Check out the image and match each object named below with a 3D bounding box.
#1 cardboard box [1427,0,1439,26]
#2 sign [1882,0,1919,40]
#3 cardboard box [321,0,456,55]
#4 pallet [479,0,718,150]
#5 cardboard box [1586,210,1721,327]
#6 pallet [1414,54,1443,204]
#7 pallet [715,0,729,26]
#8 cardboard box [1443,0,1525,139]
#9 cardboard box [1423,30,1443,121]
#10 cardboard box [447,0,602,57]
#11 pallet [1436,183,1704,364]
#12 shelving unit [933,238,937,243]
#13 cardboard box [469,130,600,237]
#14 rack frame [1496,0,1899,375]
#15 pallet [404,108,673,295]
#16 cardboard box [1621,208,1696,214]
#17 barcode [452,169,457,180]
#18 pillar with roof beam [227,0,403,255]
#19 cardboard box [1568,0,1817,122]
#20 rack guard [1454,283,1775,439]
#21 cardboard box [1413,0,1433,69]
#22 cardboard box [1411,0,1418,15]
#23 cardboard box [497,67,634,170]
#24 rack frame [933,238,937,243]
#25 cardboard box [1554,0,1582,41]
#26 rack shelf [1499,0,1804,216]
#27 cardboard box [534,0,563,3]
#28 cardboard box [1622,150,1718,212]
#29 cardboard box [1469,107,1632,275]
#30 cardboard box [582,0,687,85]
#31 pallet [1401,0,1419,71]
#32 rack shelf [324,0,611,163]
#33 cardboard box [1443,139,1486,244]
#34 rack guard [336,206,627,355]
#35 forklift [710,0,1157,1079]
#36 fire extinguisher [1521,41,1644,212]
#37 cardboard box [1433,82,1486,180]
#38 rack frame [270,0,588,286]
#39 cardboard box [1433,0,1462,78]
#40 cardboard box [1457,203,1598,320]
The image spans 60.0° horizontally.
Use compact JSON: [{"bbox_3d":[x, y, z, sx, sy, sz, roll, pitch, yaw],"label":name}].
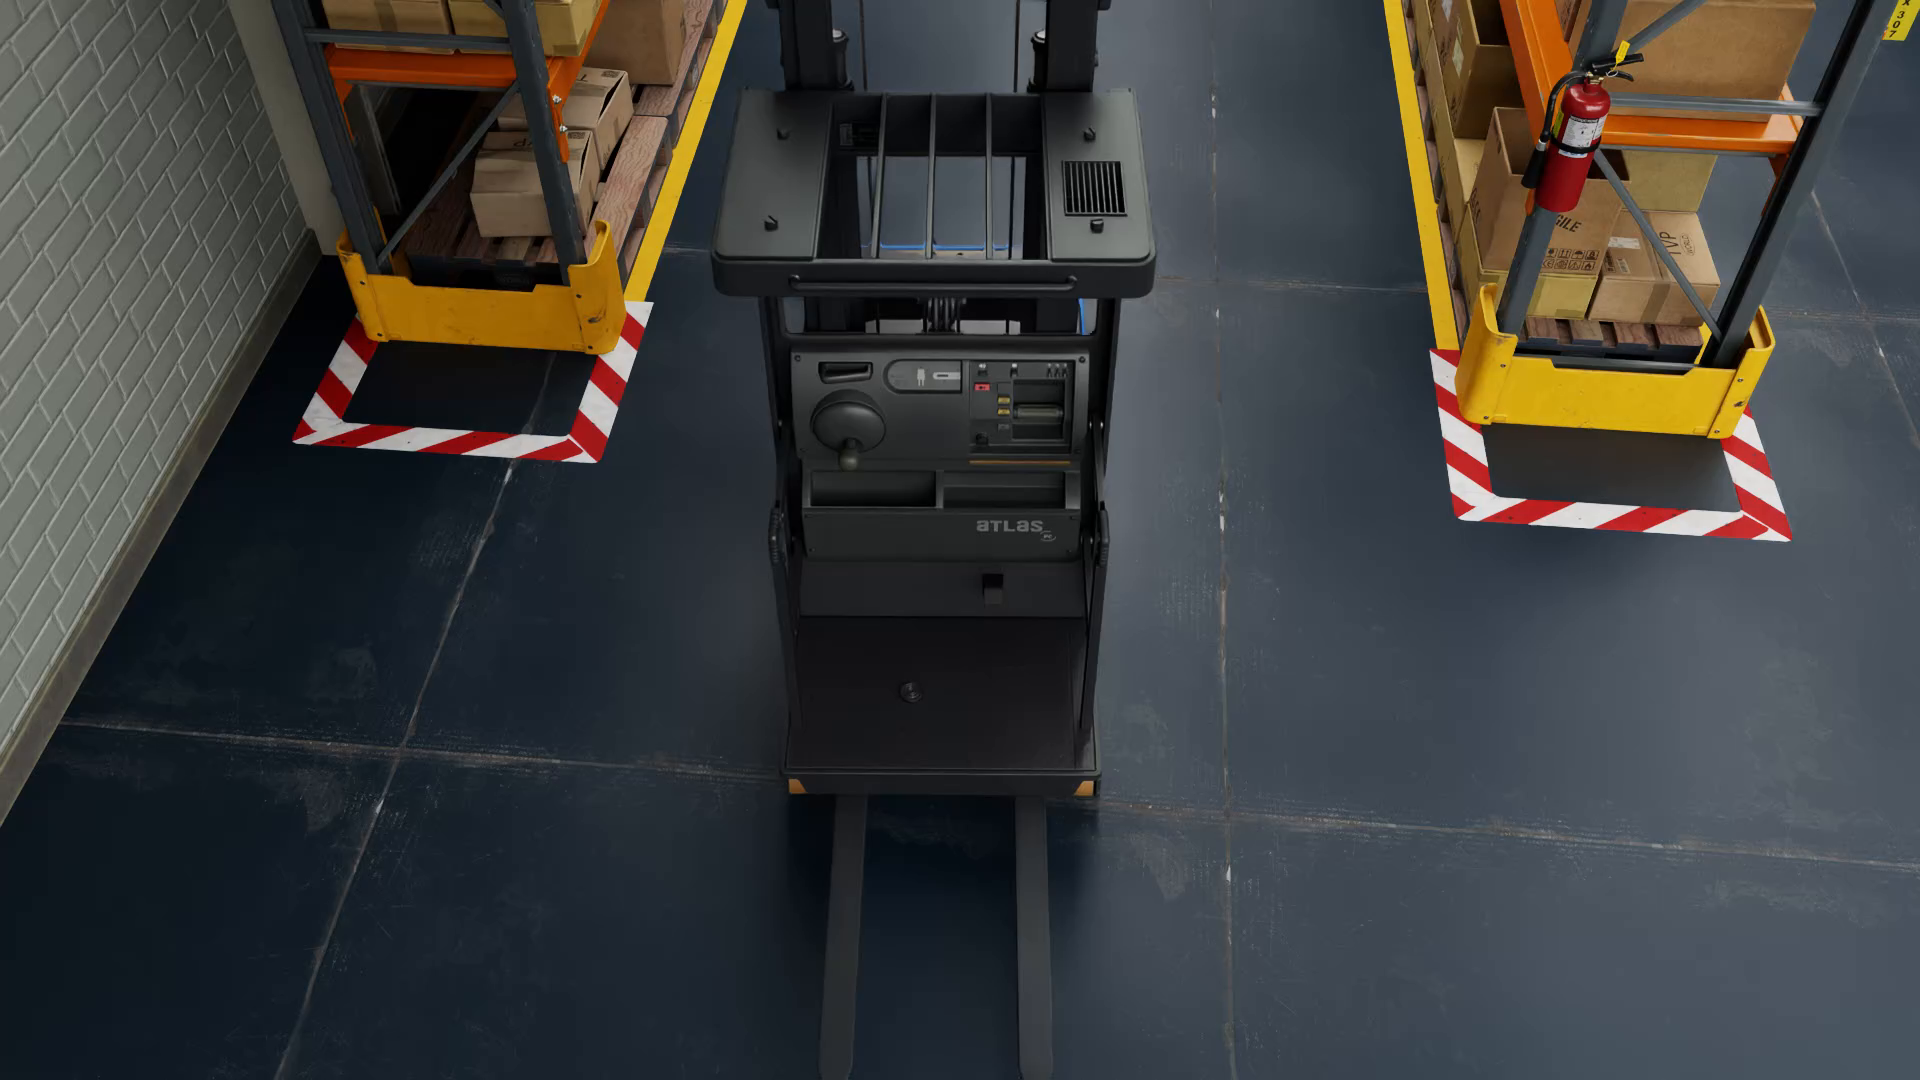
[{"bbox_3d":[2.704,-2.980,8.540,0.500,0.500,0.500,4,48,4],"label":"cardboard box"},{"bbox_3d":[3.337,-1.906,5.846,0.100,0.325,0.005,4,48,4],"label":"sign"},{"bbox_3d":[-2.299,-2.272,6.909,0.500,0.250,0.500,4,48,4],"label":"cardboard box"},{"bbox_3d":[-1.919,-2.563,8.977,1.003,0.211,1.213,4,48,4],"label":"pallet"},{"bbox_3d":[3.055,-1.222,7.439,0.500,0.250,0.500,4,48,4],"label":"cardboard box"},{"bbox_3d":[2.926,-2.146,8.596,1.003,0.211,1.213,4,48,4],"label":"pallet"},{"bbox_3d":[-1.810,-3.461,9.799,1.003,0.211,1.213,4,48,4],"label":"pallet"},{"bbox_3d":[2.614,-2.245,7.868,0.500,0.500,0.500,4,48,4],"label":"cardboard box"},{"bbox_3d":[2.664,-2.359,8.480,0.500,0.250,0.500,4,48,4],"label":"cardboard box"},{"bbox_3d":[-1.788,-2.252,6.891,0.500,0.250,0.500,3,48,2],"label":"cardboard box"},{"bbox_3d":[2.813,-1.252,7.778,1.003,0.211,1.213,4,48,4],"label":"pallet"},{"bbox_3d":[0.005,-0.828,6.923,0.258,0.900,0.210,0,48,0],"label":"shelving unit"},{"bbox_3d":[-1.996,-1.703,7.824,0.500,0.311,0.500,-1,48,-1],"label":"cardboard box"},{"bbox_3d":[2.785,-1.629,6.233,1.000,3.000,0.127,4,48,4],"label":"rack frame"},{"bbox_3d":[-2.033,-1.668,8.159,1.003,0.211,1.213,4,48,4],"label":"pallet"},{"bbox_3d":[3.097,-1.589,7.776,0.500,0.250,0.500,4,48,4],"label":"cardboard box"},{"bbox_3d":[-2.393,-1.746,7.858,0.001,0.075,0.075,4,48,4],"label":"barcode"},{"bbox_3d":[1.341,-4.267,4.580,9.100,9.000,0.400,4,48,4],"label":"pillar with roof beam"},{"bbox_3d":[2.840,-2.005,6.509,0.700,0.500,0.500,4,48,4],"label":"cardboard box"},{"bbox_3d":[2.782,-0.767,7.139,1.175,0.500,0.348,4,48,4],"label":"rack guard"},{"bbox_3d":[2.704,-2.727,8.816,0.500,0.250,0.500,4,48,4],"label":"cardboard box"},{"bbox_3d":[2.754,-3.094,9.152,0.500,0.250,0.500,4,48,4],"label":"cardboard box"},{"bbox_3d":[-1.944,-2.121,8.207,0.500,0.311,0.500,7,48,7],"label":"cardboard box"},{"bbox_3d":[0.006,-0.903,6.992,0.240,0.900,0.006,0,48,0],"label":"rack frame"},{"bbox_3d":[2.883,-2.391,6.862,0.700,0.500,0.500,5,48,5],"label":"cardboard box"},{"bbox_3d":[2.967,-2.856,7.842,1.077,0.370,4.000,4,48,4],"label":"rack shelf"},{"bbox_3d":[-1.806,-2.499,6.609,0.500,0.500,0.500,4,48,4],"label":"cardboard box"},{"bbox_3d":[3.099,-1.842,7.499,0.500,0.500,0.500,4,48,4],"label":"cardboard box"},{"bbox_3d":[2.537,-1.510,7.195,0.500,0.500,0.500,4,48,4],"label":"cardboard box"},{"bbox_3d":[-1.828,-2.721,8.628,0.700,0.500,0.500,1,48,1],"label":"cardboard box"},{"bbox_3d":[3.035,-3.045,9.418,1.003,0.211,1.213,4,48,4],"label":"pallet"},{"bbox_3d":[-1.967,-3.186,8.145,1.077,0.370,4.000,4,48,4],"label":"rack shelf"},{"bbox_3d":[2.573,-1.625,7.808,0.500,0.250,0.500,4,48,4],"label":"cardboard box"},{"bbox_3d":[-2.142,-1.171,7.508,1.175,0.500,0.348,4,48,4],"label":"rack guard"},{"bbox_3d":[-0.062,-0.316,5.078,1.130,2.935,3.031,0,48,0],"label":"forklift"},{"bbox_3d":[2.311,-1.547,6.211,0.296,0.674,0.183,4,48,4],"label":"fire extinguisher"},{"bbox_3d":[2.617,-1.992,8.144,0.500,0.250,0.500,4,48,4],"label":"cardboard box"},{"bbox_3d":[-2.149,-1.959,6.535,1.000,3.000,0.127,4,48,4],"label":"rack frame"},{"bbox_3d":[2.661,-2.613,8.203,0.500,0.500,0.500,4,48,4],"label":"cardboard box"},{"bbox_3d":[2.539,-1.256,7.471,0.500,0.250,0.500,4,48,4],"label":"cardboard box"}]
